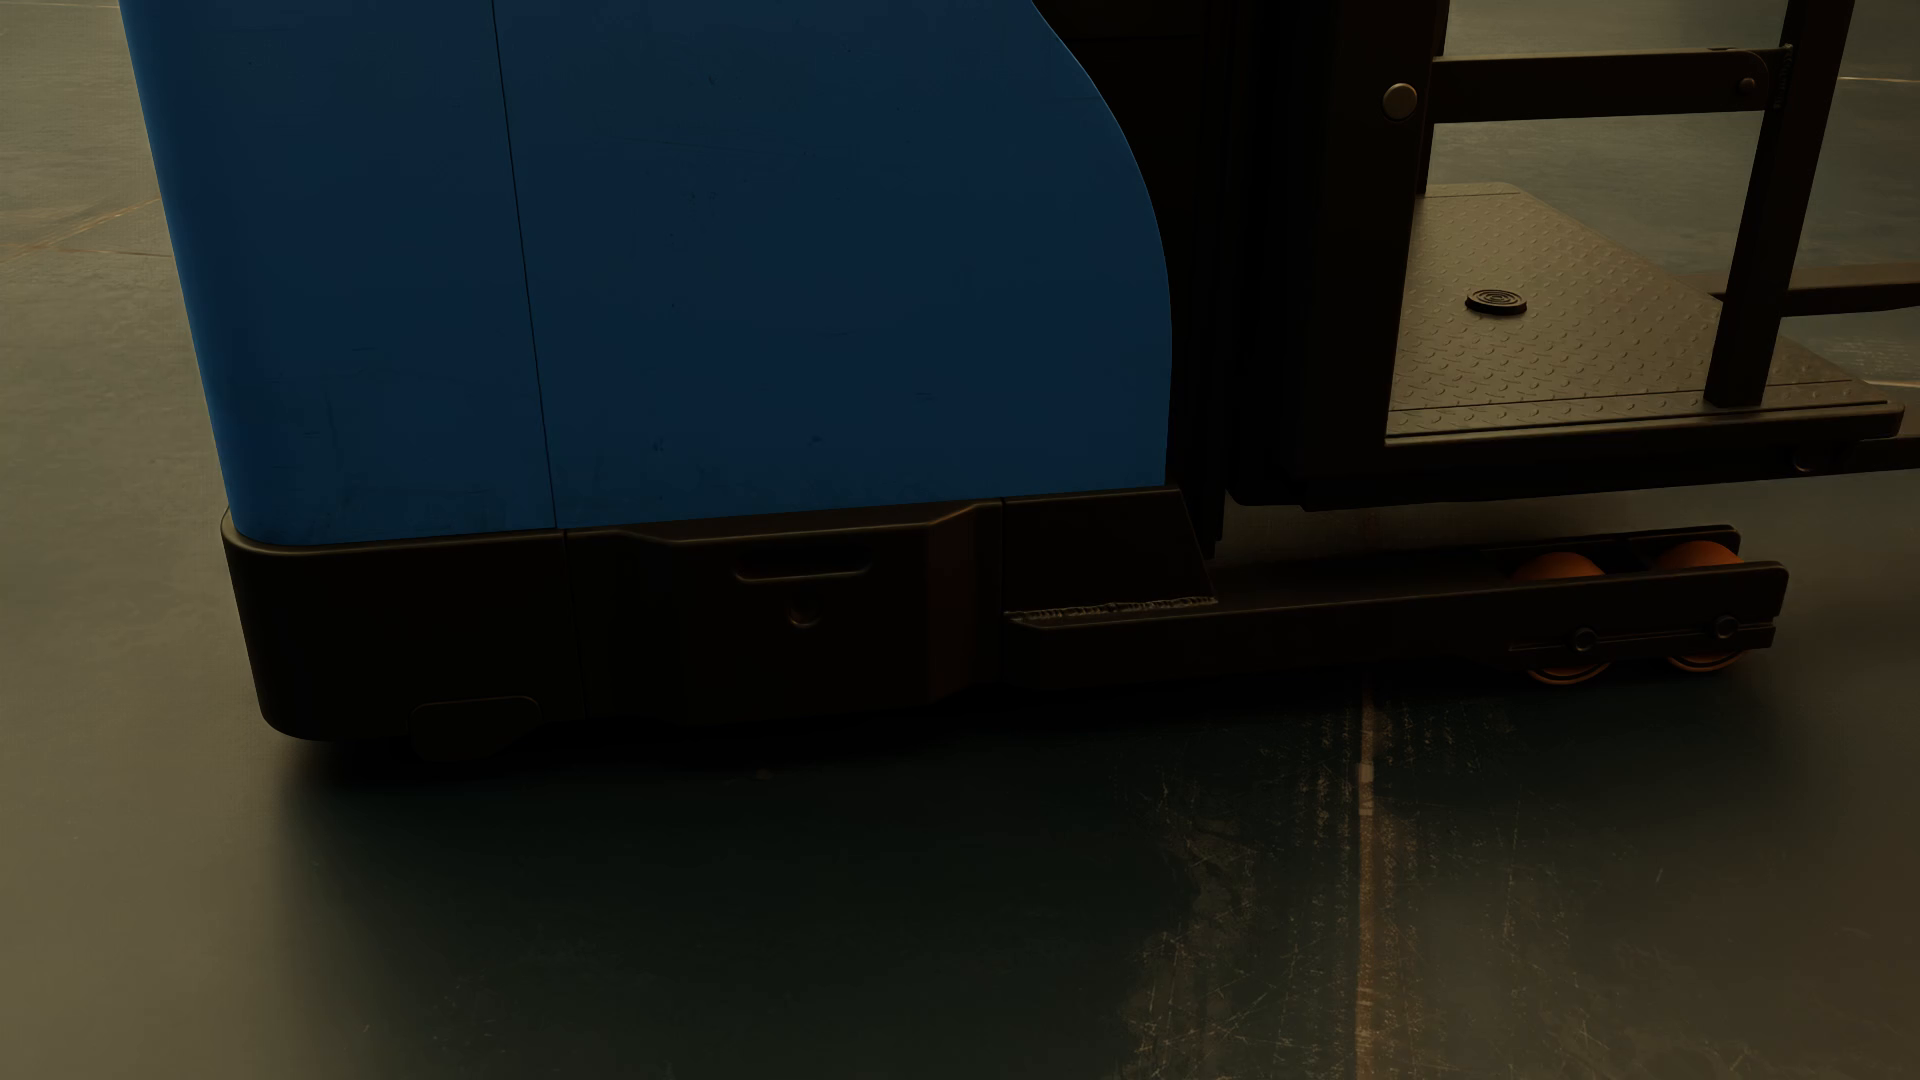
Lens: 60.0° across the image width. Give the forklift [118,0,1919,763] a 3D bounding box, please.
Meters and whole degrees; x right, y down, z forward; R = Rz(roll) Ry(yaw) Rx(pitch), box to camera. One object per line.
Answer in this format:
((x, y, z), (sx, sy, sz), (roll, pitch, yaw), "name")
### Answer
((0.600, -1.354, 1.930), (3.031, 2.935, 1.130), (-4, 27, -9), "forklift")
